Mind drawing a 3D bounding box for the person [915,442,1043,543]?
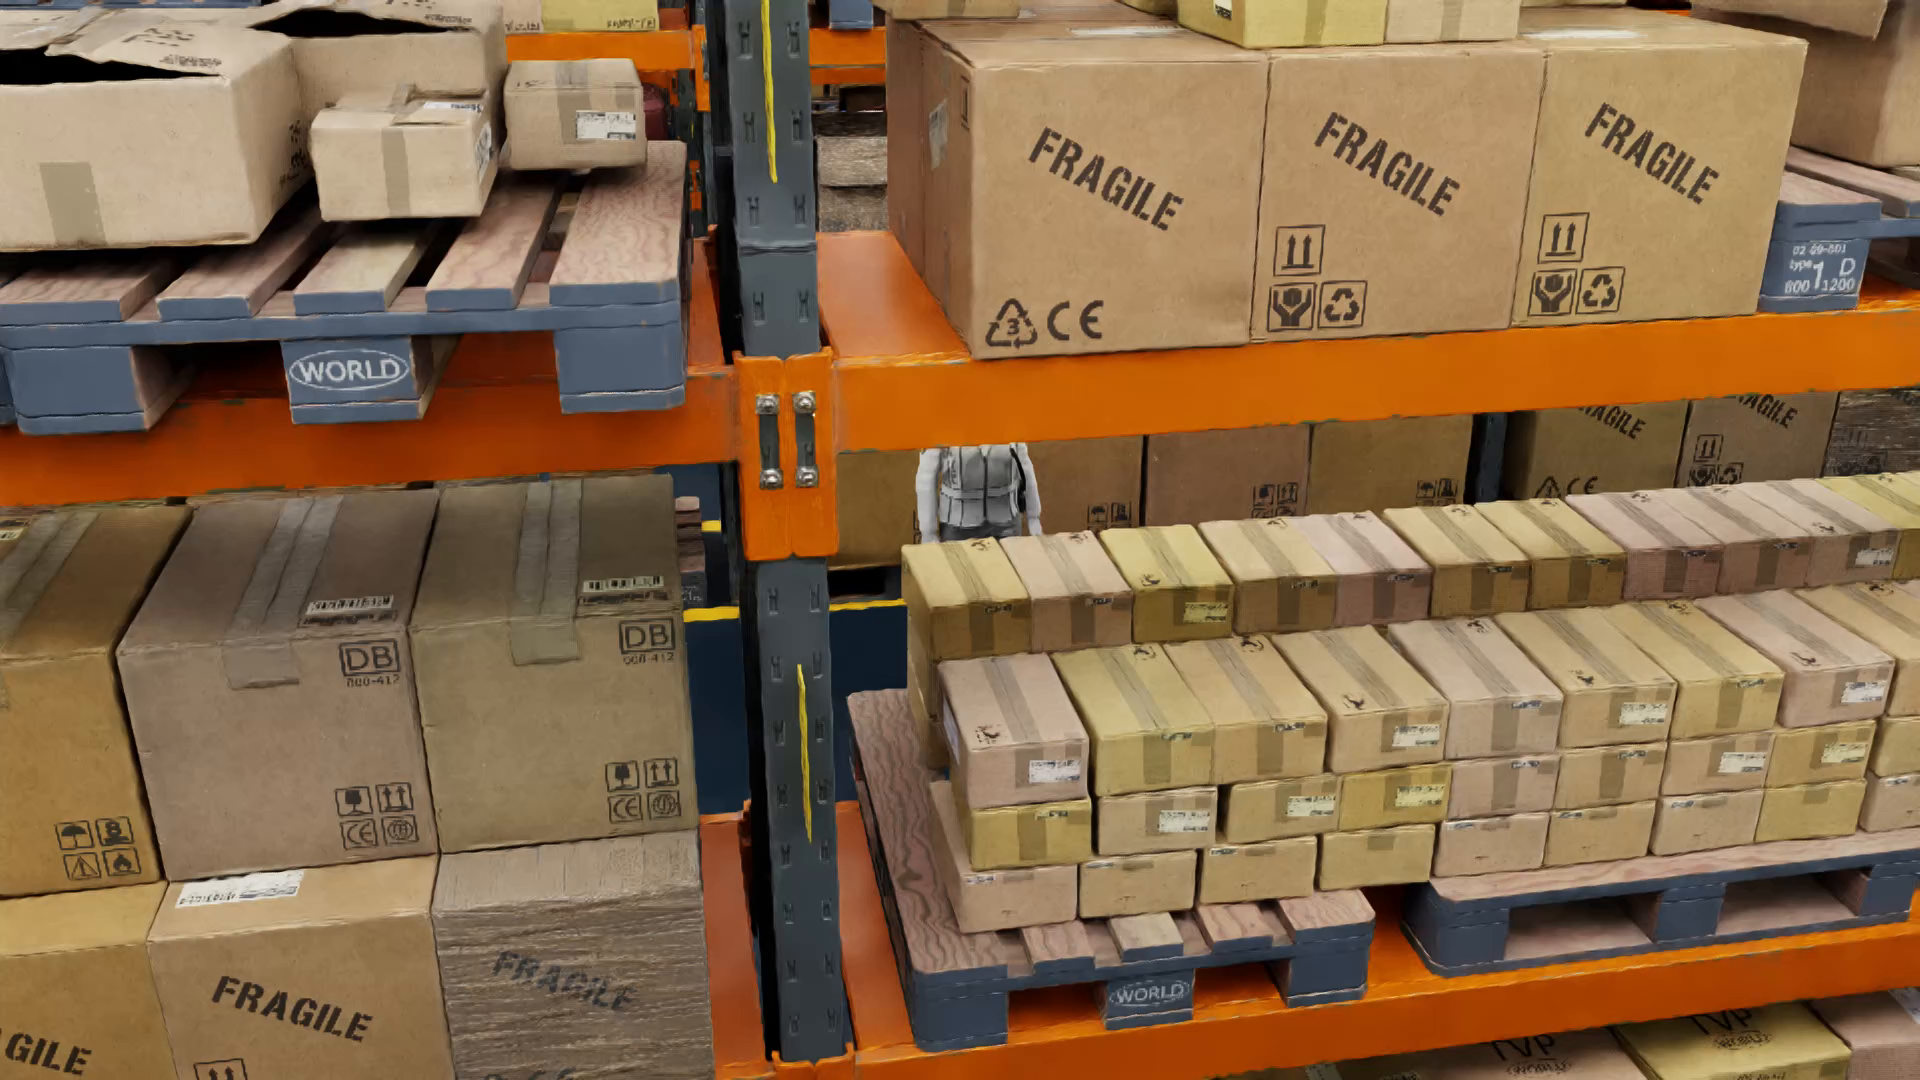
[{"bbox_3d":[0.091,-0.056,7.157,0.568,1.672,0.478,-4,24,-10],"label":"person"}]
